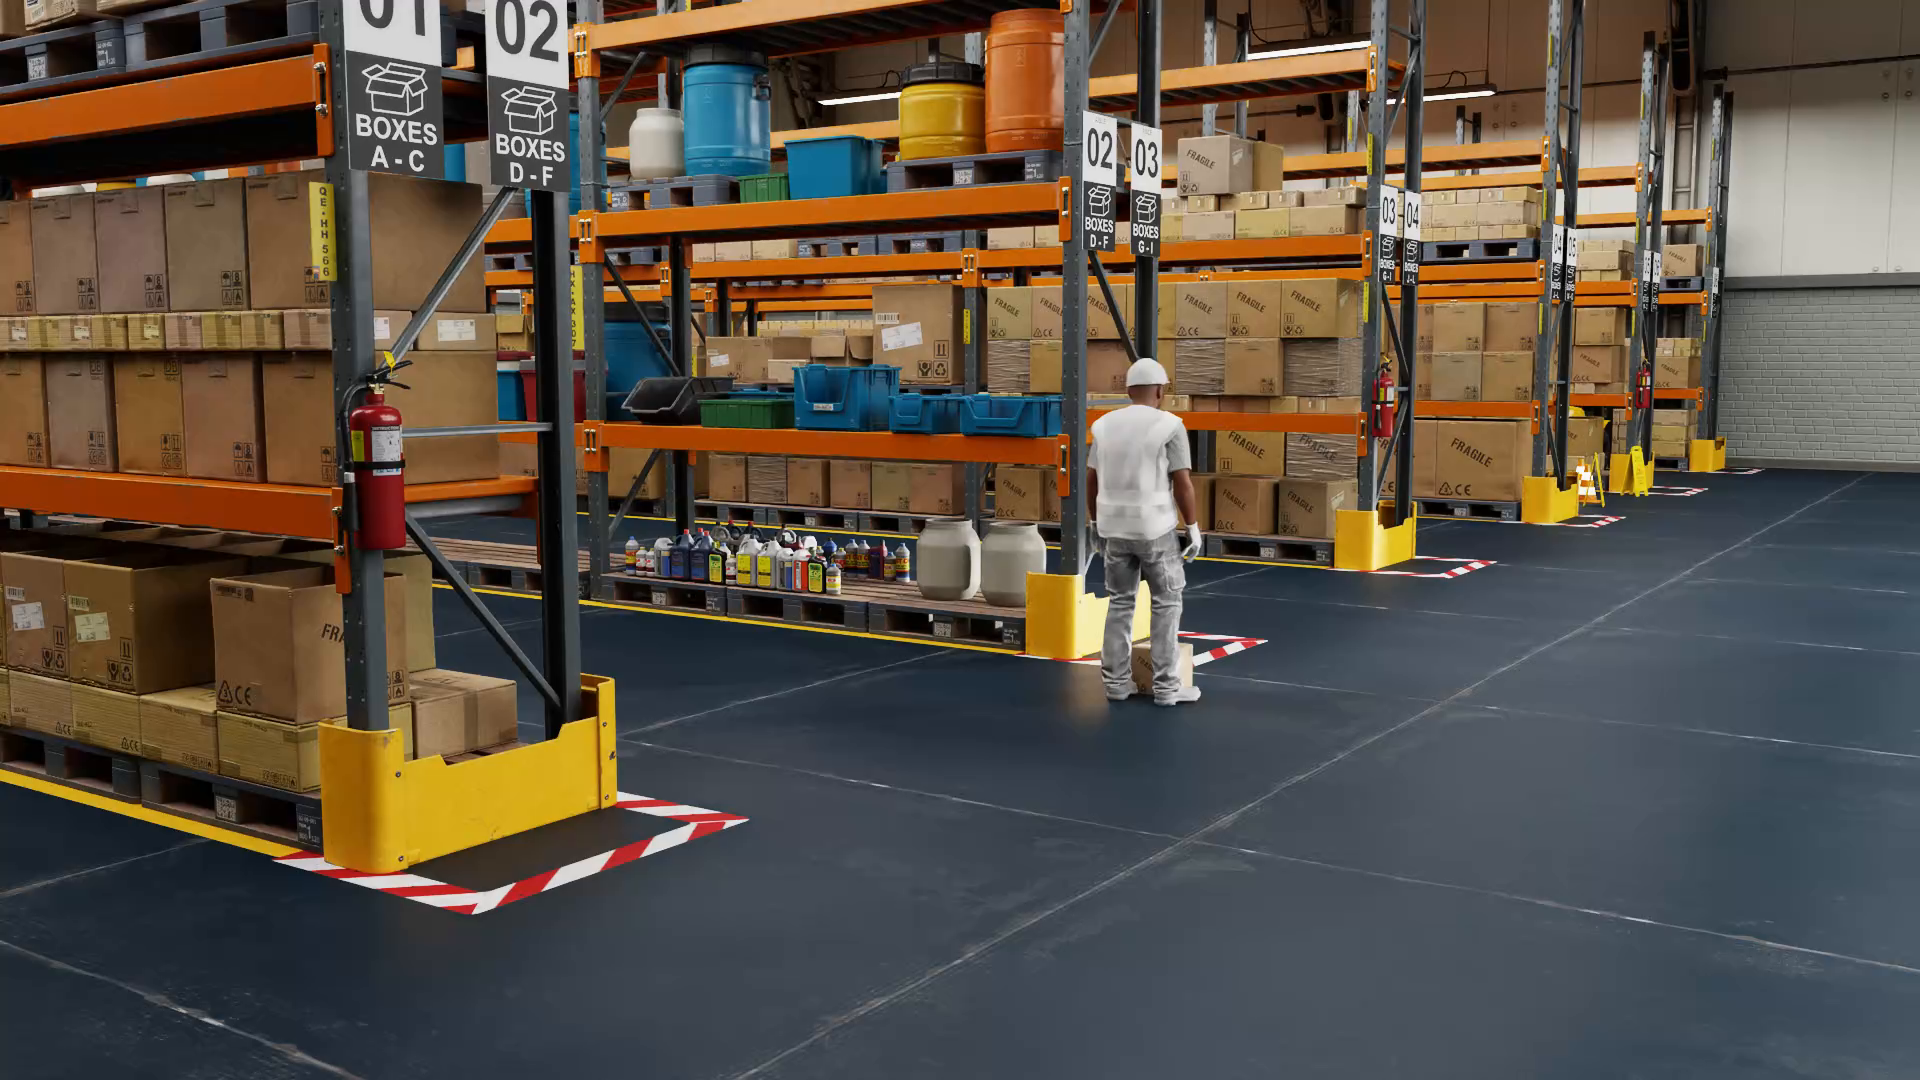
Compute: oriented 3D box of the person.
[{"bbox_3d":[0.950,-0.050,8.630,0.629,1.774,0.452,4,8,34],"label":"person"}]
